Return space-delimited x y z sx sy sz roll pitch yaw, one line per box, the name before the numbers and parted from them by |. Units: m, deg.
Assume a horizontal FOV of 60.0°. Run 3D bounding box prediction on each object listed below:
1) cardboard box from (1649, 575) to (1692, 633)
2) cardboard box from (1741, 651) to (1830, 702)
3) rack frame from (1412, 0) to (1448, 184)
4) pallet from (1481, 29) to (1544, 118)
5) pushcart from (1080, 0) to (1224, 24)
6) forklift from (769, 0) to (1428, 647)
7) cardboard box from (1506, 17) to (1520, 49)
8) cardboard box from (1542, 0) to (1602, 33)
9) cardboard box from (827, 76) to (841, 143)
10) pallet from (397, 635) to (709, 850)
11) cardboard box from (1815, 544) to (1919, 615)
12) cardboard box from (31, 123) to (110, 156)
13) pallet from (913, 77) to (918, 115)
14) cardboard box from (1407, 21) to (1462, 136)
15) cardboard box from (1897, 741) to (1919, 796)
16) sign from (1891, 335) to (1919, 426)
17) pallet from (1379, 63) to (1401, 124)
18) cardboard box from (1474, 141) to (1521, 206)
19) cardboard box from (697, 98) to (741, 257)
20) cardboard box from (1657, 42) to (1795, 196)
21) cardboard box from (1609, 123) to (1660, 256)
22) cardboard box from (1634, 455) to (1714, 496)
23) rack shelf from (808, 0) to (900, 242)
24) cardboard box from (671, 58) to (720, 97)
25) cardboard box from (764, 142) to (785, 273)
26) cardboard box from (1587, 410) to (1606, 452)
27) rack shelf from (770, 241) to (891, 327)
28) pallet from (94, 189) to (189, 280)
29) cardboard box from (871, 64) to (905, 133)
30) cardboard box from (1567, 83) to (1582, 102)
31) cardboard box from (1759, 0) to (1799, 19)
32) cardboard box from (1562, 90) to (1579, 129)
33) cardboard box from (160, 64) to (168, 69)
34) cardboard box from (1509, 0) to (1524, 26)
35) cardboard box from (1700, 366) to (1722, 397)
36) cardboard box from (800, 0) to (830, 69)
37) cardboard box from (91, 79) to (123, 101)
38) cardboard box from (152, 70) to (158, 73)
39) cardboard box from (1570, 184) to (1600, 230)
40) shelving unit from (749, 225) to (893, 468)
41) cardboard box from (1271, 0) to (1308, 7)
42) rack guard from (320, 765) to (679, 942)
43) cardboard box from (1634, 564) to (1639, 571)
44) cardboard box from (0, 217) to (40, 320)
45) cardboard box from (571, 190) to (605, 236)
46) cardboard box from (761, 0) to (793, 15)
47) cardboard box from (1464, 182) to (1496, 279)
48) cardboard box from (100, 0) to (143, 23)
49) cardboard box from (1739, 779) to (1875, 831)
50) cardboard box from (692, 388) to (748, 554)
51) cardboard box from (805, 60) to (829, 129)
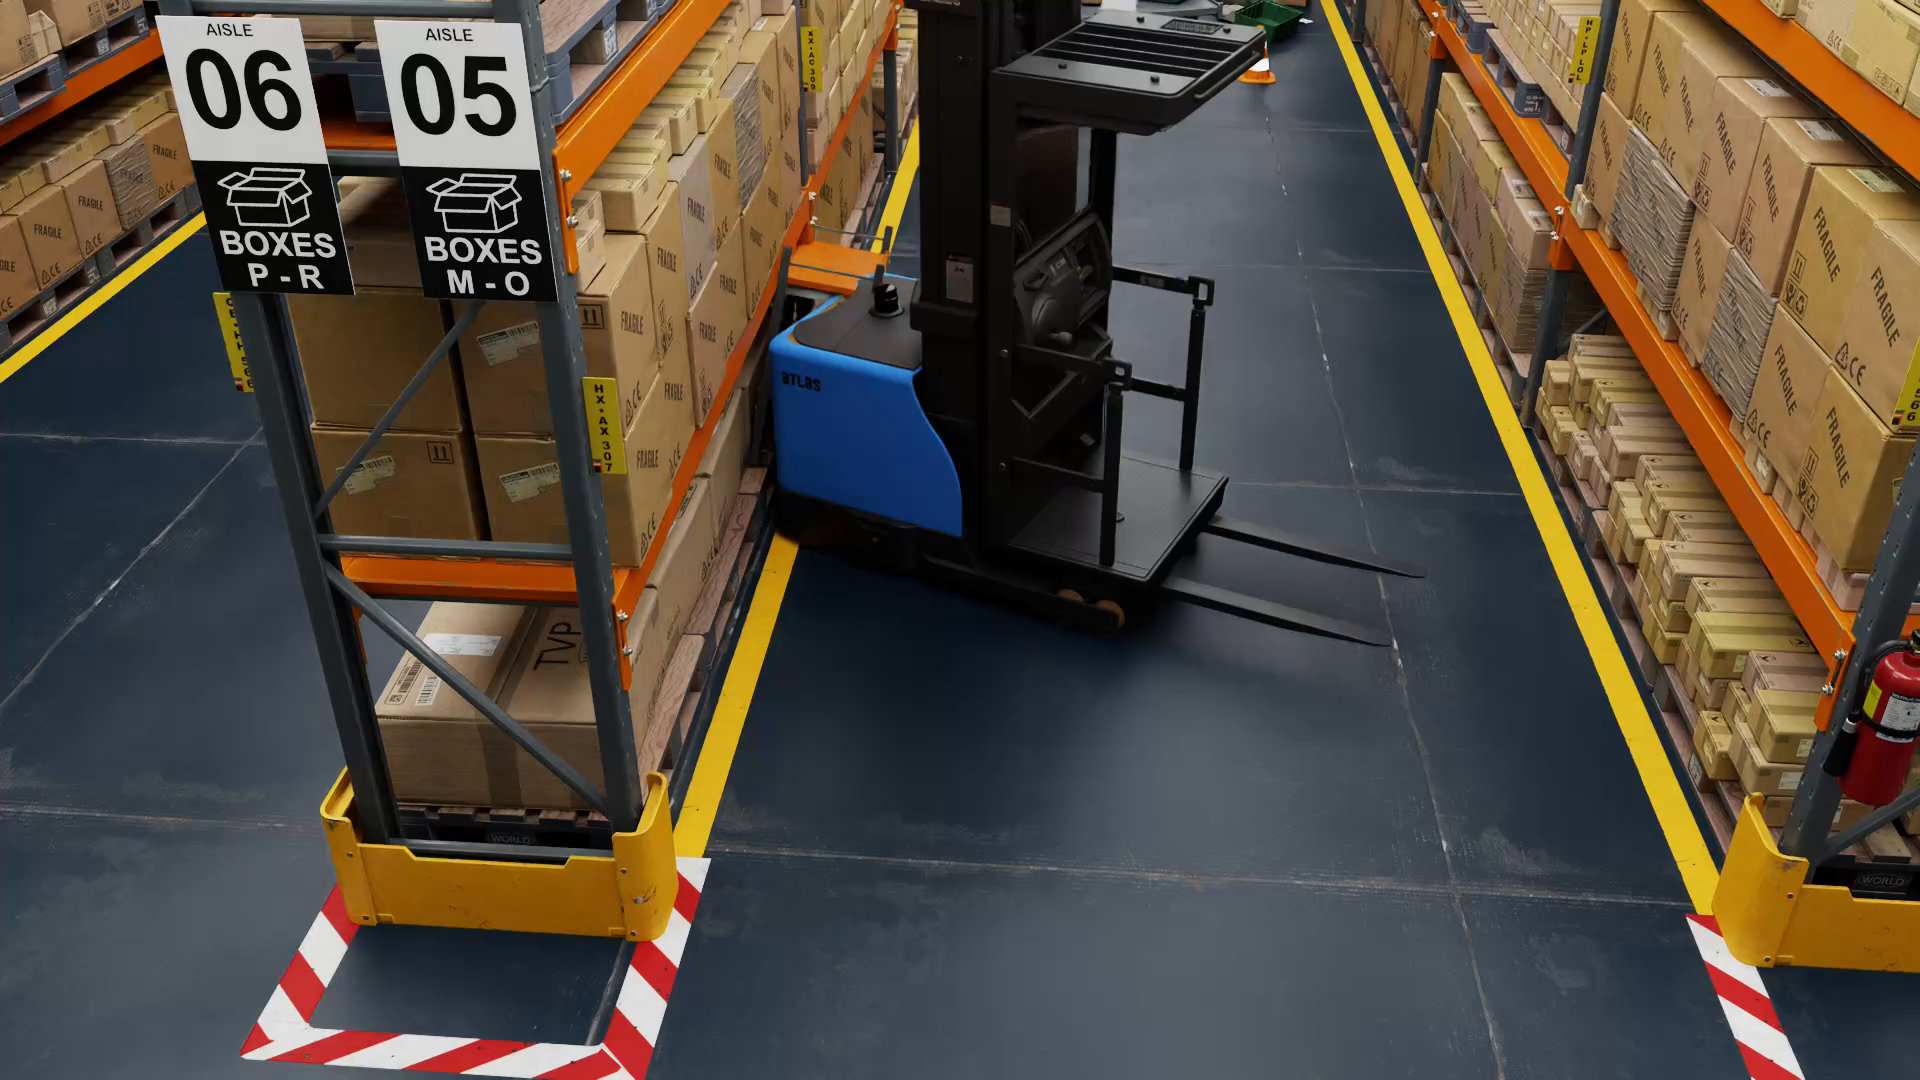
cardboard box | 3.139 0.266 6.992 0.380 0.149 0.250 3 32 5
cardboard box | 3.178 0.555 6.241 0.380 0.149 0.250 3 32 5
rack frame | 3.962 -3.994 11.871 1.000 3.000 0.127 2 32 4
pallet | 3.841 -2.875 10.239 1.003 0.211 1.213 2 32 4
pushcart | 1.622 -5.056 16.095 1.648 0.377 0.936 -8 33 -13
forklift | 0.641 -1.126 7.284 3.031 2.935 1.130 15 35 23
cardboard box | 3.618 -3.147 10.336 0.380 0.149 0.250 3 32 5
cardboard box | 3.563 -2.987 9.509 0.380 0.149 0.250 1 32 2
cardboard box | -0.966 -2.486 9.568 0.500 0.250 0.500 2 32 3
pallet | -1.644 0.797 6.756 1.003 0.211 1.213 2 32 4
cardboard box | 3.055 0.114 5.446 0.380 0.149 0.250 2 32 4
cardboard box | -5.922 -2.666 11.080 0.380 0.149 0.250 3 32 4
pallet | -0.813 -4.010 14.556 1.003 0.211 1.213 2 32 4
cardboard box | 4.101 -3.529 12.862 1.050 0.750 0.750 2 32 3
cardboard box | 3.609 0.835 6.070 0.380 0.149 0.250 4 32 6
sign | 2.759 -0.472 4.752 0.100 0.325 0.005 2 32 4
pallet | 4.203 -3.852 14.299 1.003 0.211 1.213 2 32 4
cardboard box | 3.529 -2.281 10.361 0.500 0.250 0.500 1 32 2
cardboard box | -1.200 -1.477 6.739 0.500 0.500 0.500 3 32 4
cardboard box | 3.257 -1.738 6.879 0.500 0.500 0.500 3 32 5
cardboard box | 3.311 -1.564 7.550 0.500 0.500 0.500 2 32 4
cardboard box | 3.308 -0.260 7.564 0.380 0.149 0.250 1 32 2
rack shelf | -1.143 -2.800 10.621 1.077 0.370 4.000 2 32 4
cardboard box | -1.186 -1.836 6.703 0.380 0.149 0.250 2 32 4
cardboard box | -1.125 -1.581 7.860 0.500 0.500 0.500 2 32 3
cardboard box | 3.372 -0.553 8.322 0.380 0.149 0.250 2 32 4
rack shelf | -0.659 -1.311 8.620 0.538 0.278 1.000 10 21 -4
pallet | -6.128 -2.150 11.538 1.003 0.211 1.213 2 32 4
cardboard box | -0.924 -3.507 13.187 0.950 0.372 0.625 0 32 1
cardboard box | 3.492 -2.455 8.930 0.380 0.149 0.250 3 32 4
cardboard box | 3.195 -2.078 6.046 0.500 0.250 0.500 4 32 6
cardboard box | 3.491 -2.326 9.004 0.380 0.149 0.250 3 32 4
cardboard box | -5.715 -3.484 12.408 0.380 0.149 0.250 1 32 2
cardboard box | 3.619 -3.275 10.260 0.380 0.149 0.250 2 32 4
cardboard box | 3.253 -0.695 6.759 0.380 0.149 0.250 3 32 5
cardboard box | -0.984 -2.747 8.800 0.500 0.500 0.500 3 32 5
cardboard box | -6.270 -3.223 11.984 0.380 0.149 0.250 3 32 5
cardboard box | -6.241 -3.269 12.677 0.500 0.500 0.500 4 32 6
cardboard box | 3.287 -1.661 8.326 0.380 0.149 0.250 4 32 6
shelving unit | -0.715 -1.043 8.724 0.538 1.125 1.048 10 21 -4
cardboard box | 3.391 -5.878 17.309 0.500 0.500 0.500 8 32 12
rack guard | -1.634 1.108 5.976 1.175 0.500 0.348 2 32 4
cardboard box | 3.276 0.130 7.497 0.380 0.149 0.250 3 32 5
cardboard box | -5.990 -1.629 10.016 0.500 0.500 0.500 4 32 6
cardboard box | -1.376 -1.027 5.391 0.380 0.149 0.250 3 32 5
cardboard box | -1.014 -2.630 7.993 0.380 0.149 0.250 2 32 3
cardboard box | 3.533 -1.951 10.539 0.500 0.500 0.500 2 32 3
cardboard box | -5.876 -3.724 10.935 0.797 0.503 0.637 2 32 3
cardboard box | 3.145 0.940 6.182 0.380 0.149 0.250 3 32 5
cardboard box | -1.536 -0.357 8.012 0.875 0.438 0.875 2 32 3
cardboard box | -0.989 -2.428 8.997 0.500 0.250 0.500 2 32 3
